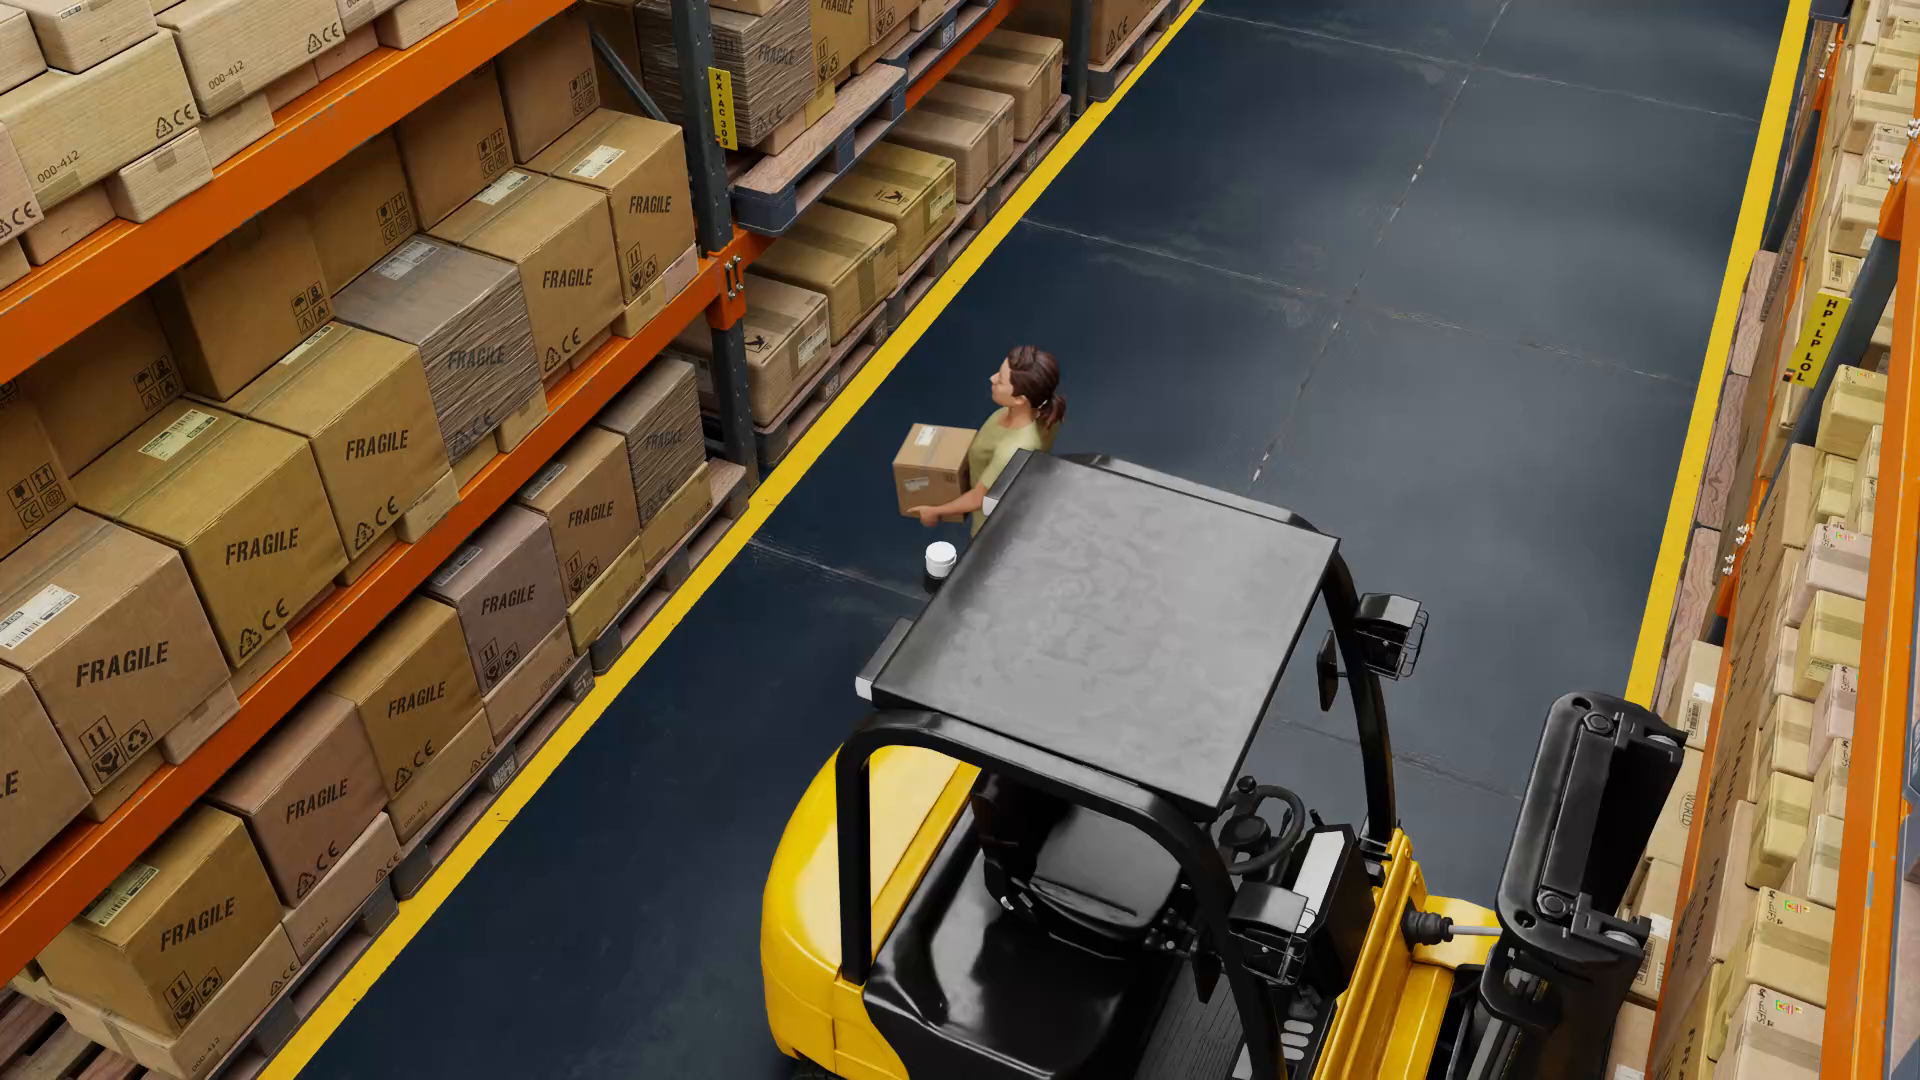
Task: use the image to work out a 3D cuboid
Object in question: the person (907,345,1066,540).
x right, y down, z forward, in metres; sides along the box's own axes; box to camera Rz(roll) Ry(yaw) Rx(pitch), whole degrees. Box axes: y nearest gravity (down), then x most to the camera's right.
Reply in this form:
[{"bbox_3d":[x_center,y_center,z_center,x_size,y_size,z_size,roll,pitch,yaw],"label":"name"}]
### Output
[{"bbox_3d":[0.109,-0.062,6.237,0.559,1.662,0.428,12,43,13],"label":"person"}]
